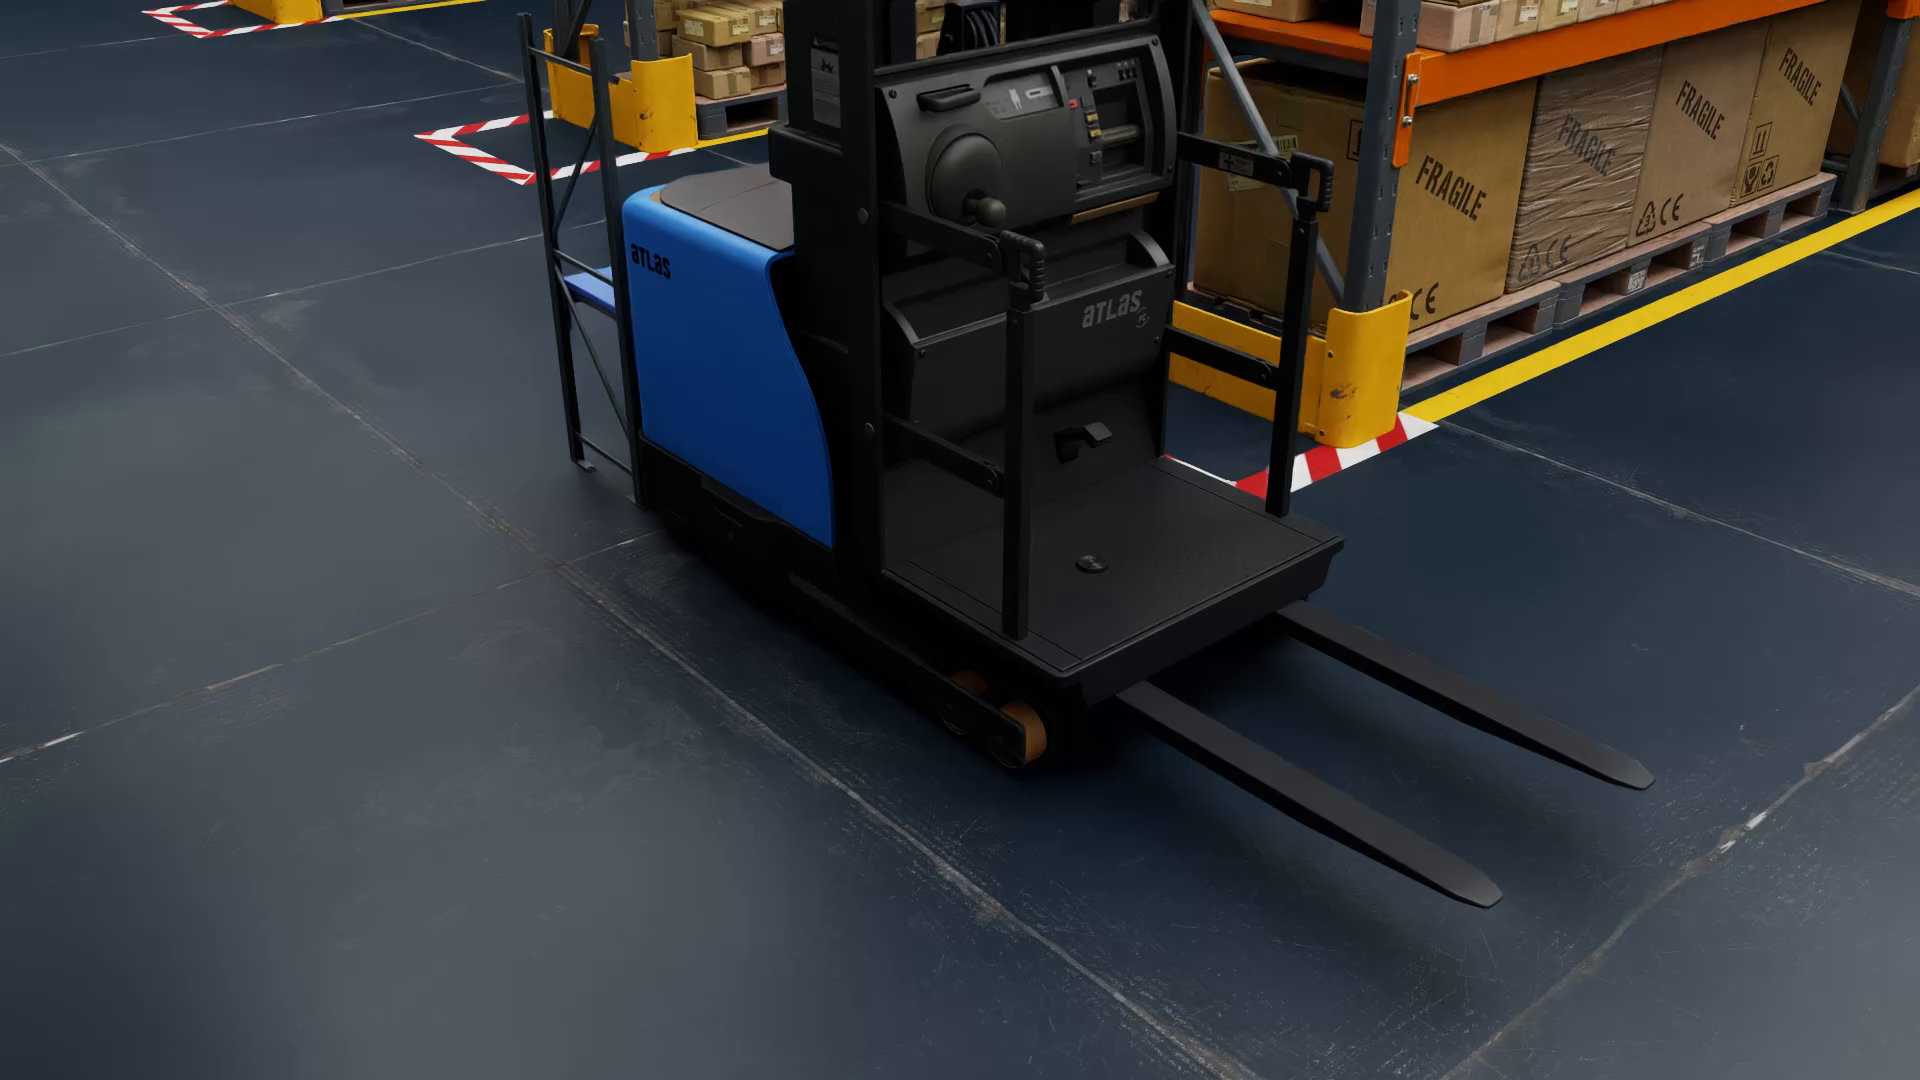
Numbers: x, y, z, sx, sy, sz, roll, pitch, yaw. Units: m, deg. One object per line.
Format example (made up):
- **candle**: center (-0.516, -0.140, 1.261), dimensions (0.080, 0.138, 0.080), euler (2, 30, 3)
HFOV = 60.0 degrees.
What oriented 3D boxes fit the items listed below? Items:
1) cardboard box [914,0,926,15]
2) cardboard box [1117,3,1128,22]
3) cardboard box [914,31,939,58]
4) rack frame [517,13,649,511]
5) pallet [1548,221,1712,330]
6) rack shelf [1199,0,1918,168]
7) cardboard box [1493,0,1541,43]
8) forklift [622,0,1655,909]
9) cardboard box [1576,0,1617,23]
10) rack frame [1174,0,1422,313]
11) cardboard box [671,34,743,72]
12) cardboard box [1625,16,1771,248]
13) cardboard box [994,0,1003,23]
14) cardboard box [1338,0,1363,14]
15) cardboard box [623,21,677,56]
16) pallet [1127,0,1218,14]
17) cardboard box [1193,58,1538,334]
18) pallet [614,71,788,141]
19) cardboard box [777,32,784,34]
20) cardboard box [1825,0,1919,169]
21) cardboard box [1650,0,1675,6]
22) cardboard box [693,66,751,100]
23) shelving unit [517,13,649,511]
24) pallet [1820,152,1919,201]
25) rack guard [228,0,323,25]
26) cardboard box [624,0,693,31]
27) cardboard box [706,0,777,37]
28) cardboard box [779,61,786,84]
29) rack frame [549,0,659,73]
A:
- **cardboard box**: center (-0.424, -3.348, 10.280), dimensions (0.250, 0.149, 0.380), euler (-21, 35, -34)
- **cardboard box**: center (0.934, -3.619, 11.418), dimensions (0.250, 0.149, 0.380), euler (-21, 35, -34)
- **cardboard box**: center (-0.257, -3.161, 10.561), dimensions (0.250, 0.149, 0.380), euler (-22, 35, -35)
- **rack frame**: center (-1.183, -0.854, 5.256), dimensions (0.032, 1.500, 0.500), euler (-21, 35, -34)
- **pallet**: center (2.596, -1.314, 7.485), dimensions (1.213, 0.211, 1.003), euler (-22, 35, -35)
- **rack shelf**: center (2.632, -2.195, 6.937), dimensions (4.000, 0.370, 1.077), euler (-22, 35, -35)
- **cardboard box**: center (1.789, -1.859, 5.812), dimensions (0.250, 0.149, 0.380), euler (-22, 35, -36)
- **forklift**: center (0.333, -0.990, 3.993), dimensions (1.130, 2.935, 3.031), euler (-22, 35, -35)
- **cardboard box**: center (2.181, -2.017, 6.109), dimensions (0.250, 0.149, 0.380), euler (-23, 35, -36)
- **rack frame**: center (1.111, -1.900, 5.623), dimensions (0.127, 3.000, 1.000), euler (-22, 35, -35)
- **cardboard box**: center (-1.467, -2.837, 9.639), dimensions (0.250, 0.149, 0.380), euler (-20, 34, -33)
- **cardboard box**: center (2.915, -1.923, 7.475), dimensions (0.875, 0.875, 0.875), euler (-22, 35, -35)
- **cardboard box**: center (0.152, -3.480, 10.843), dimensions (0.250, 0.149, 0.380), euler (-21, 35, -34)
- **cardboard box**: center (1.364, -2.096, 6.257), dimensions (0.250, 0.149, 0.380), euler (-21, 35, -34)
- **cardboard box**: center (-1.815, -3.032, 10.005), dimensions (0.250, 0.149, 0.380), euler (-23, 36, -36)
- **pallet**: center (1.603, -3.942, 12.402), dimensions (1.213, 0.211, 1.003), euler (-22, 35, -35)
- **cardboard box**: center (1.546, -1.373, 6.445), dimensions (0.875, 0.875, 0.875), euler (-22, 35, -35)
- **pallet**: center (-1.333, -2.739, 10.151), dimensions (1.213, 0.211, 1.003), euler (-22, 35, -35)
- **cardboard box**: center (-1.093, -3.007, 9.958), dimensions (0.250, 0.149, 0.380), euler (-21, 35, -34)
- **cardboard box**: center (4.628, -2.575, 8.694), dimensions (0.875, 0.875, 1.225), euler (-22, 35, -35)
- **cardboard box**: center (2.571, -2.174, 6.402), dimensions (0.250, 0.149, 0.380), euler (-22, 35, -35)
- **cardboard box**: center (-1.425, -2.683, 9.667), dimensions (0.250, 0.149, 0.380), euler (-21, 35, -34)
- **shelving unit**: center (-0.787, -1.004, 5.538), dimensions (1.048, 1.500, 0.538), euler (-21, 35, -34)
- **pallet**: center (4.692, -2.157, 9.062), dimensions (1.213, 0.211, 1.003), euler (-22, 35, -35)
- **rack guard**: center (-5.340, -4.344, 12.848), dimensions (0.348, 0.500, 1.175), euler (-22, 35, -35)
- **cardboard box**: center (-1.793, -3.153, 9.915), dimensions (0.250, 0.149, 0.380), euler (-21, 35, -34)
- **cardboard box**: center (-1.281, -3.066, 9.752), dimensions (0.250, 0.149, 0.380), euler (-21, 35, -34)
- **cardboard box**: center (-1.095, -2.871, 10.018), dimensions (0.250, 0.149, 0.380), euler (-21, 35, -34)
- **rack frame**: center (-2.032, -3.709, 9.009), dimensions (0.127, 3.000, 1.000), euler (-22, 35, -35)
